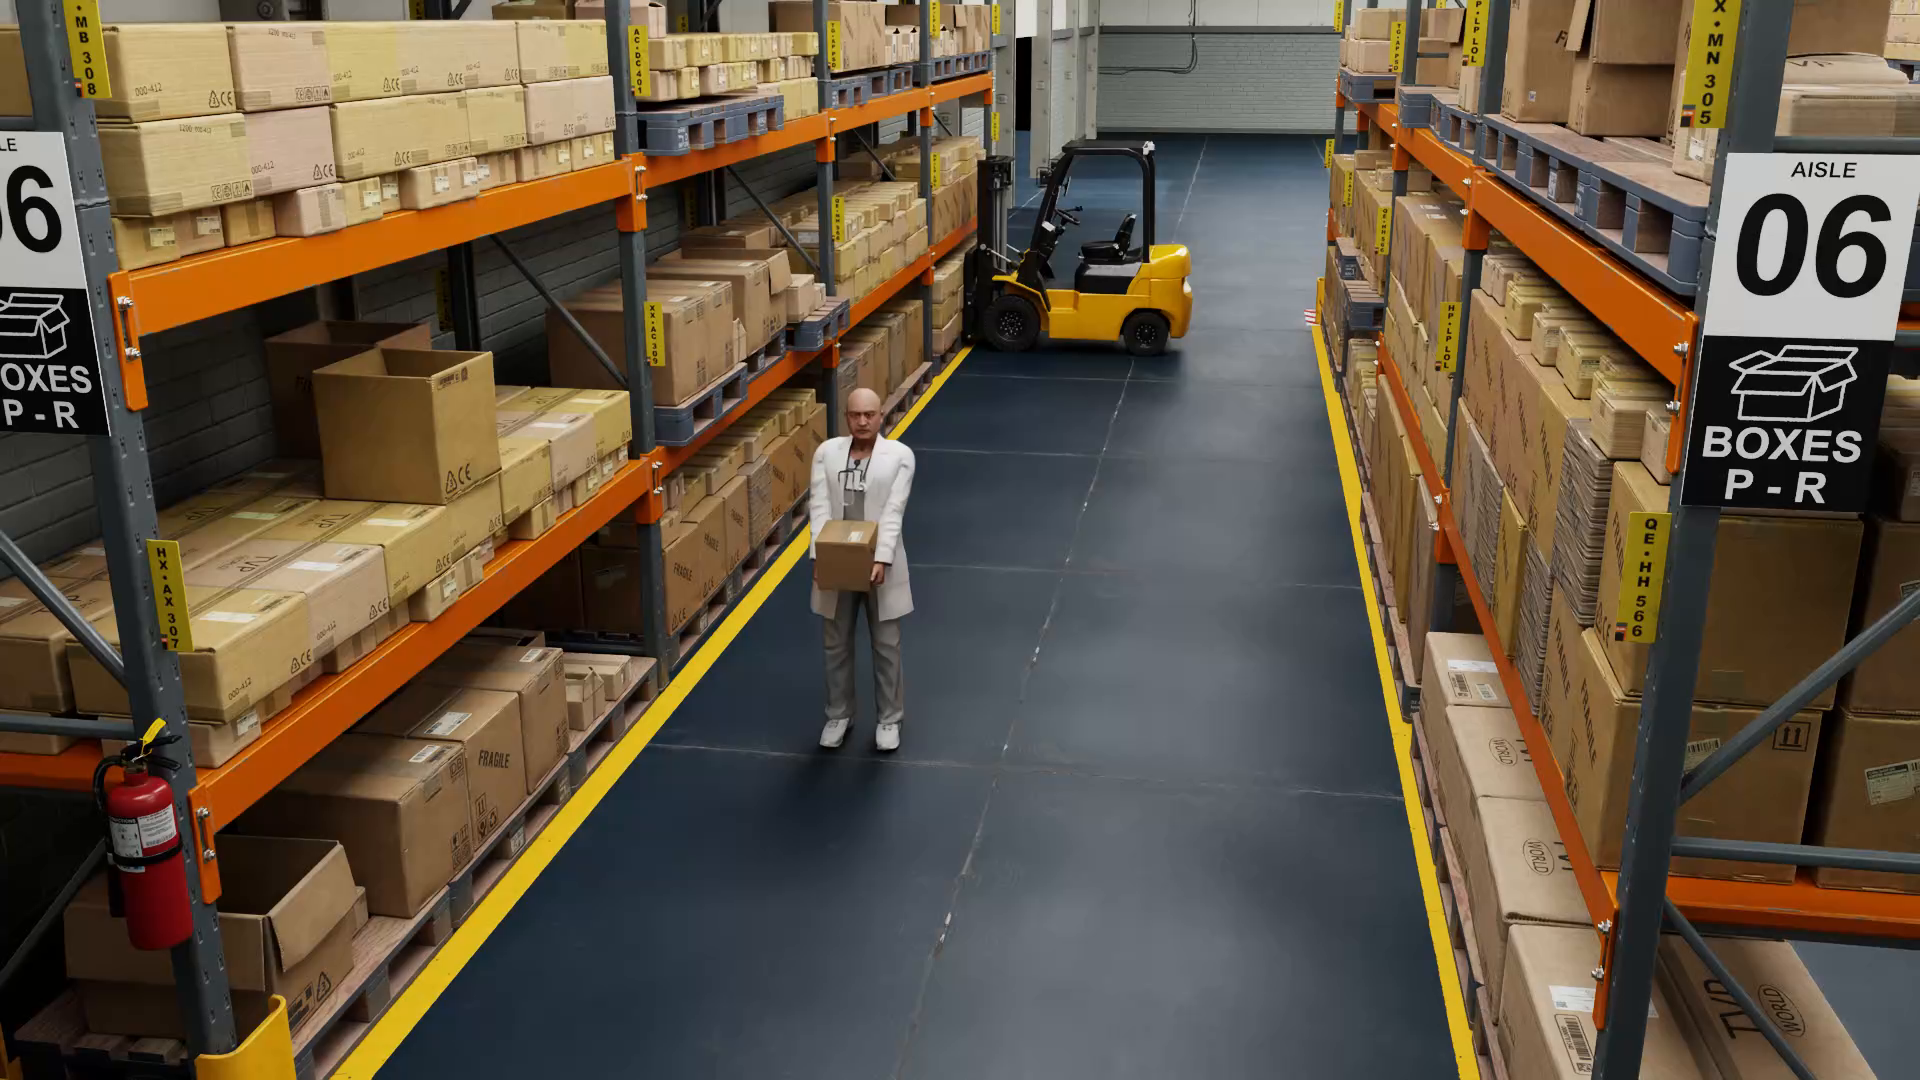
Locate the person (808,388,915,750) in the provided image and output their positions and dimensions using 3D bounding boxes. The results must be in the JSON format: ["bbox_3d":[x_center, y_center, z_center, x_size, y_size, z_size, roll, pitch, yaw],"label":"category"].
[{"bbox_3d":[-0.495,0.172,8.040,0.525,1.779,0.548,3,18,8],"label":"person"}]
